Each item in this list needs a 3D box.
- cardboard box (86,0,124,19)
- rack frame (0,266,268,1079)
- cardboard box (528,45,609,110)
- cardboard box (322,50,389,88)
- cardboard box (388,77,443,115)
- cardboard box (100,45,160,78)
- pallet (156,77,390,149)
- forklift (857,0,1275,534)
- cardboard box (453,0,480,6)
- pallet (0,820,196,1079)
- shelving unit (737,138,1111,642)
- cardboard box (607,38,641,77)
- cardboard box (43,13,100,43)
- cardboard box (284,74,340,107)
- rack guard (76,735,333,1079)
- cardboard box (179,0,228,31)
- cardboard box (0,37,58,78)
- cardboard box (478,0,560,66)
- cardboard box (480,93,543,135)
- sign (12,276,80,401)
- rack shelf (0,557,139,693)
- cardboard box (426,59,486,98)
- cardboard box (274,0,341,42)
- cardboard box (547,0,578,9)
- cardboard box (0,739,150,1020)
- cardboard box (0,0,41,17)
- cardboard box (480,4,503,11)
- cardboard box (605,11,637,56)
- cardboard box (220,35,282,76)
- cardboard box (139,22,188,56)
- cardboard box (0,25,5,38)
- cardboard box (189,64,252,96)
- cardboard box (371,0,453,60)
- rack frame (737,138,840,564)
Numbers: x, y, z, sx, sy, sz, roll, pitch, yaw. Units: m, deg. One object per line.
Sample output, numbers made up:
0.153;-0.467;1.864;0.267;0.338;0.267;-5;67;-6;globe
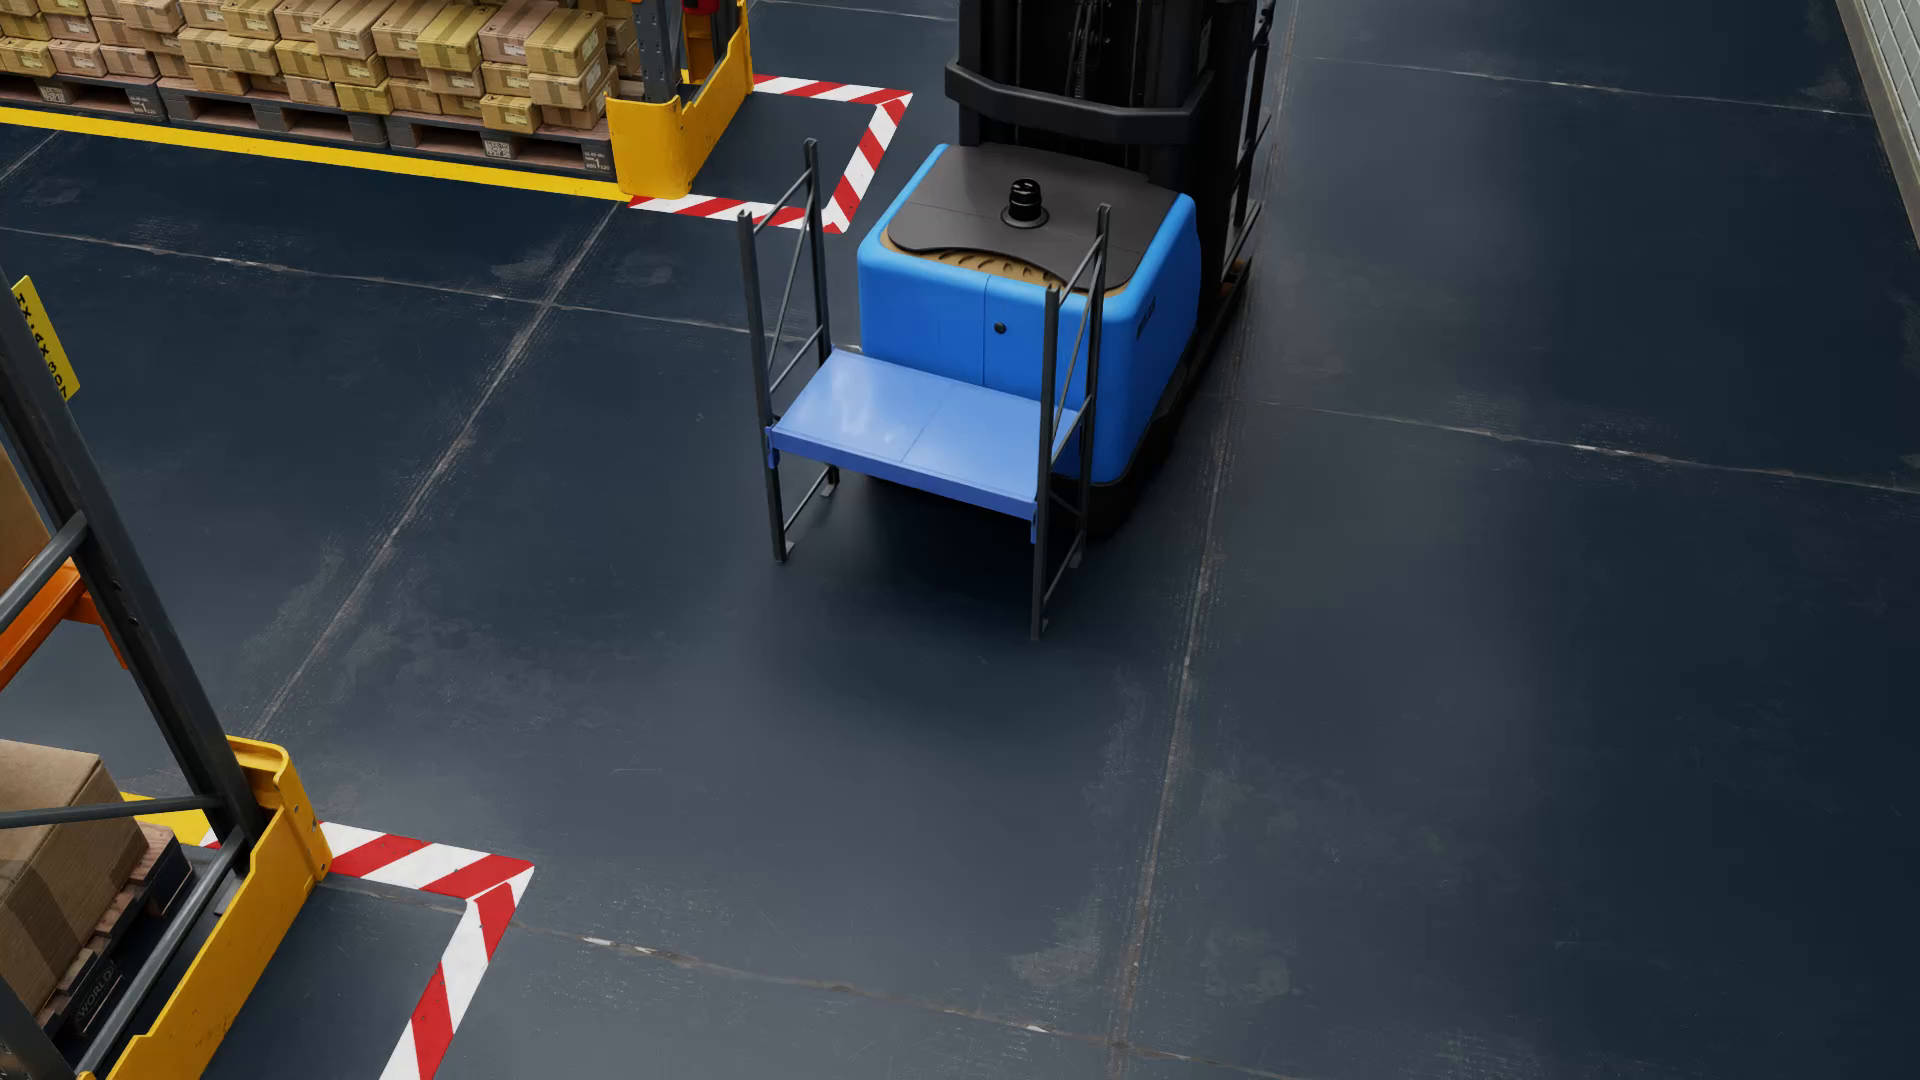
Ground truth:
-4.127;-2.746;8.264;0.250;0.149;0.380;8;44;8;cardboard box
-2.269;0.260;3.817;0.127;3.000;1.000;9;45;9;rack frame
-1.865;-2.223;7.935;0.250;0.149;0.380;8;44;8;cardboard box
-2.880;-2.370;8.088;0.250;0.149;0.380;9;45;10;cardboard box
-2.602;-2.265;8.193;0.250;0.149;0.380;9;45;9;cardboard box
-4.133;-2.515;8.453;0.250;0.149;0.380;8;44;8;cardboard box
-3.333;-2.445;8.638;1.213;0.211;1.003;9;45;9;pallet
0.642;-2.114;6.333;1.130;2.935;3.031;15;46;15;forklift
-2.498;-2.820;8.340;0.250;0.149;0.380;7;44;7;cardboard box
-3.067;1.197;4.855;1.213;0.211;1.003;9;45;9;pallet
-0.110;-0.480;5.667;1.048;1.500;0.538;16;46;16;shelving unit
-1.729;-2.525;8.464;0.250;0.149;0.380;10;45;10;cardboard box
-4.395;-2.681;8.410;0.250;0.149;0.380;9;45;9;cardboard box
-3.127;-2.316;8.246;0.250;0.149;0.380;10;45;10;cardboard box
-2.246;1.164;4.680;0.348;0.500;1.175;9;45;9;rack guard
-3.612;-2.667;8.182;0.250;0.149;0.380;7;44;7;cardboard box
-4.646;-2.522;8.460;0.250;0.149;0.380;10;45;10;cardboard box
-2.092;-2.429;7.935;0.250;0.149;0.380;10;45;10;cardboard box
-2.119;-2.138;8.061;0.250;0.149;0.380;10;45;10;cardboard box
-2.142;-0.455;3.878;0.005;0.325;0.100;9;45;9;sign
-4.221;0.216;4.381;4.000;0.370;1.077;9;45;9;rack shelf
-2.372;-2.301;8.016;0.250;0.149;0.380;7;44;7;cardboard box
-3.118;-2.583;8.094;0.250;0.149;0.380;7;44;8;cardboard box
-2.020;-2.713;8.230;0.250;0.149;0.380;10;45;10;cardboard box
-2.935;1.000;4.593;0.875;0.438;0.875;7;44;8;cardboard box
-4.644;-2.775;8.294;0.250;0.149;0.380;11;45;11;cardboard box
-2.255;-2.646;8.375;0.250;0.149;0.380;9;45;10;cardboard box
-1.742;-2.590;8.316;0.250;0.149;0.380;11;45;11;cardboard box
-3.401;-2.445;8.165;0.250;0.149;0.380;9;45;9;cardboard box
-3.869;-2.580;8.306;0.250;0.149;0.380;11;45;11;cardboard box
-4.907;-2.671;8.400;0.250;0.149;0.380;11;45;11;cardboard box
-3.630;-2.393;8.327;0.250;0.149;0.380;8;44;8;cardboard box
-2.611;-2.465;7.971;0.250;0.149;0.380;7;44;7;cardboard box
-0.579;-0.616;5.808;0.032;1.500;0.500;16;46;16;rack frame
